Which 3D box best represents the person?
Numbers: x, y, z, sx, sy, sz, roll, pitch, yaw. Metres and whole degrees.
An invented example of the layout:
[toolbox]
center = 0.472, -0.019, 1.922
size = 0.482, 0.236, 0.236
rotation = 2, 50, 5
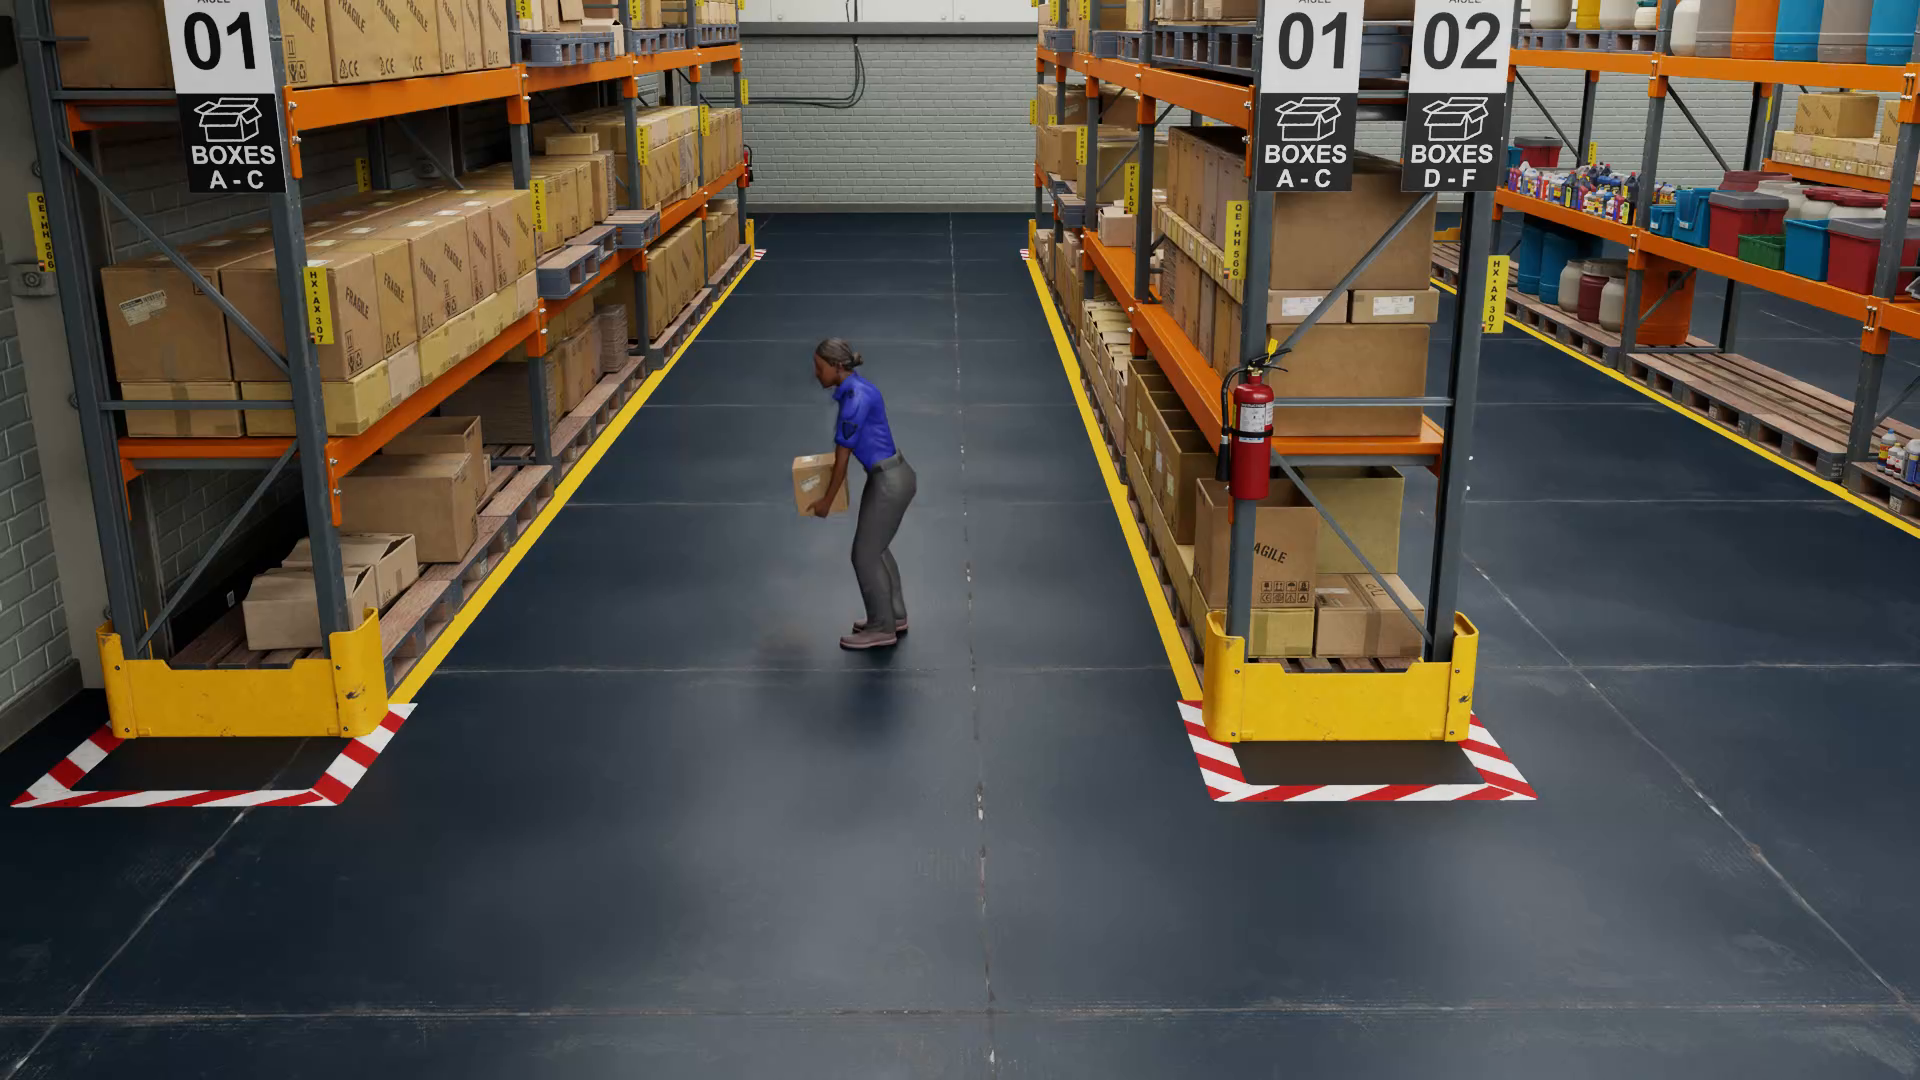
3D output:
[person]
center = -0.500, -0.242, 8.451
size = 0.560, 1.599, 0.413
rotation = -1, 17, -2
